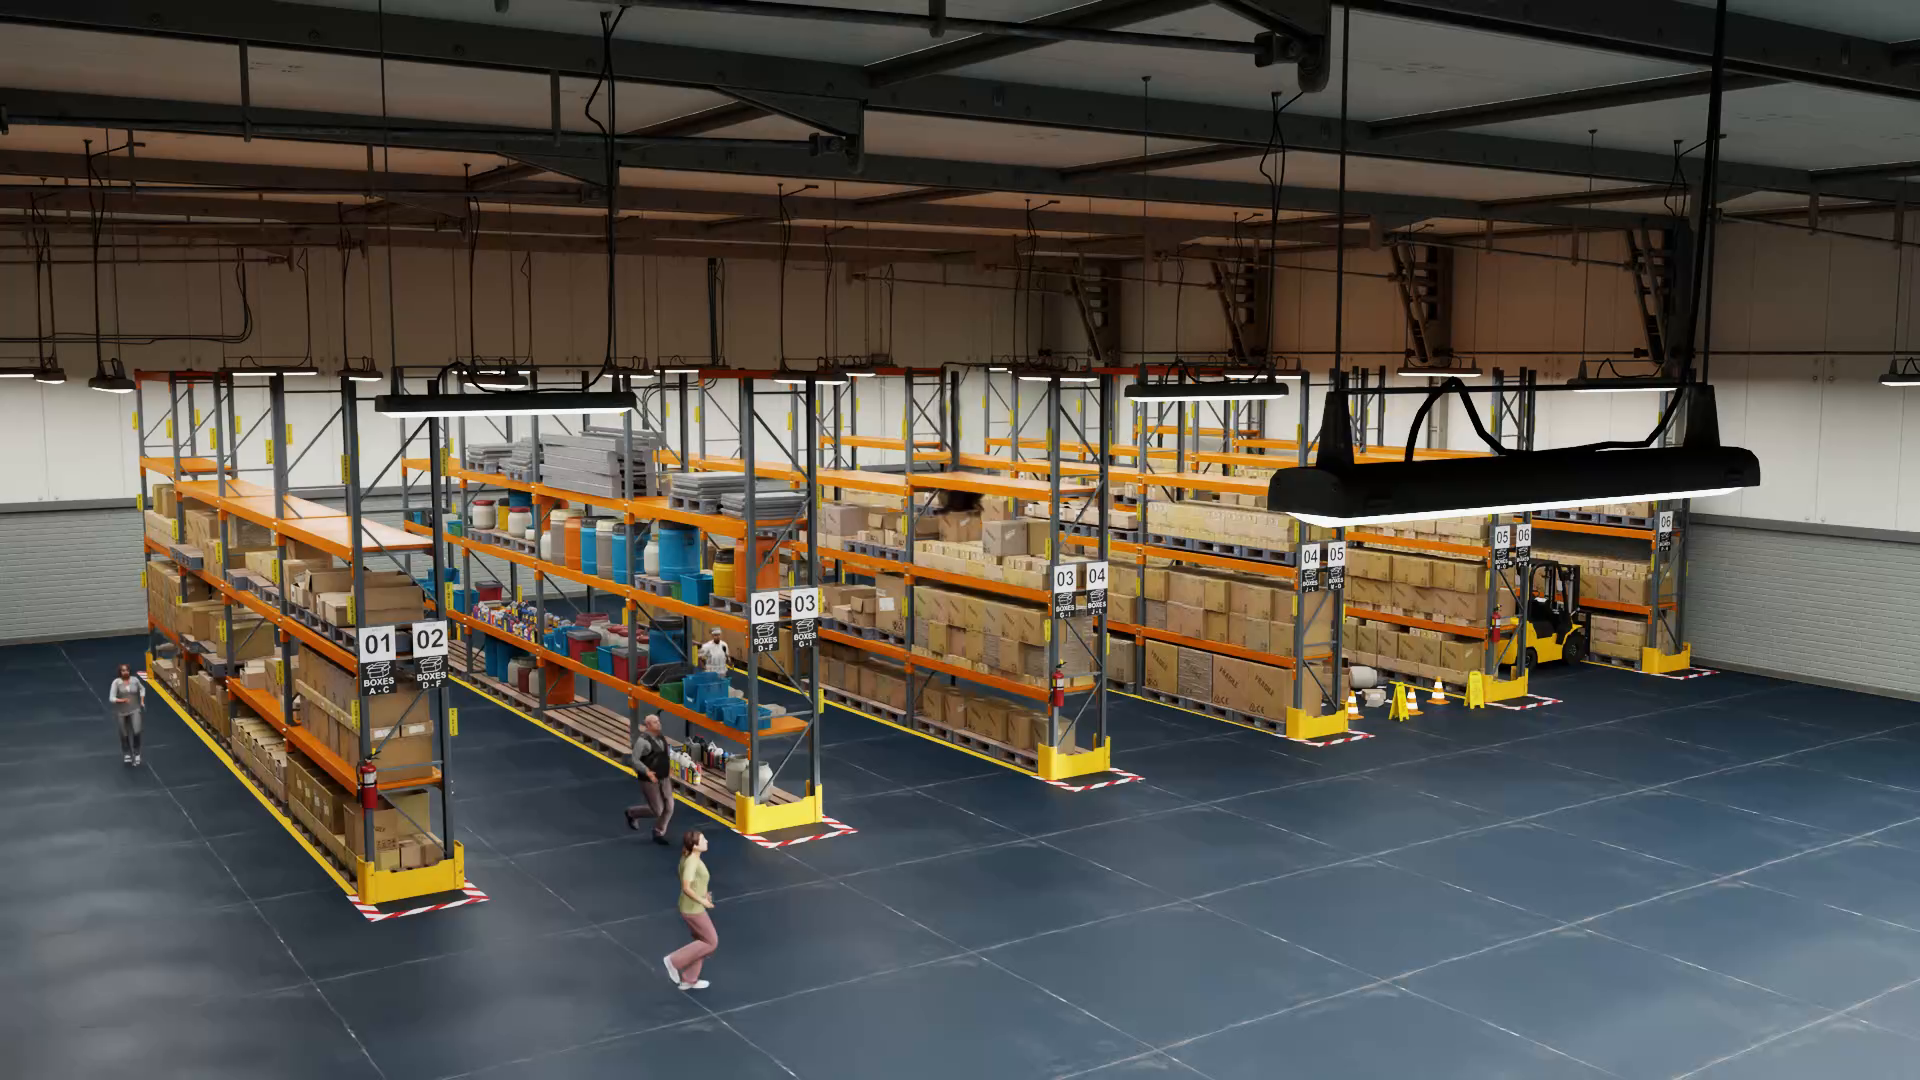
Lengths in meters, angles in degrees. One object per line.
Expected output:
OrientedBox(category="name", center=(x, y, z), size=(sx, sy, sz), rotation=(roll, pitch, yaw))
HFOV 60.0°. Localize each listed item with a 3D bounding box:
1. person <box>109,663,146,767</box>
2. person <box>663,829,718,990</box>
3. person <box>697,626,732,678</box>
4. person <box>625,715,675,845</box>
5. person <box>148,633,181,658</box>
OrientedBox(category="person", center=(-12.703, 2.672, 25.416), size=(0.508, 1.604, 0.667), rotation=(-4, 7, -30))
OrientedBox(category="person", center=(-2.692, 3.683, 16.554), size=(0.538, 1.598, 0.586), rotation=(-2, 7, -16))
OrientedBox(category="person", center=(-4.137, 2.295, 28.437), size=(0.561, 1.667, 0.573), rotation=(-5, 8, -39))
OrientedBox(category="person", center=(-4.009, 3.089, 21.521), size=(0.662, 1.695, 0.671), rotation=(3, 7, 27))
OrientedBox(category="person", center=(-15.927, 1.748, 33.413), size=(0.745, 1.713, 0.681), rotation=(-3, 7, -24))
